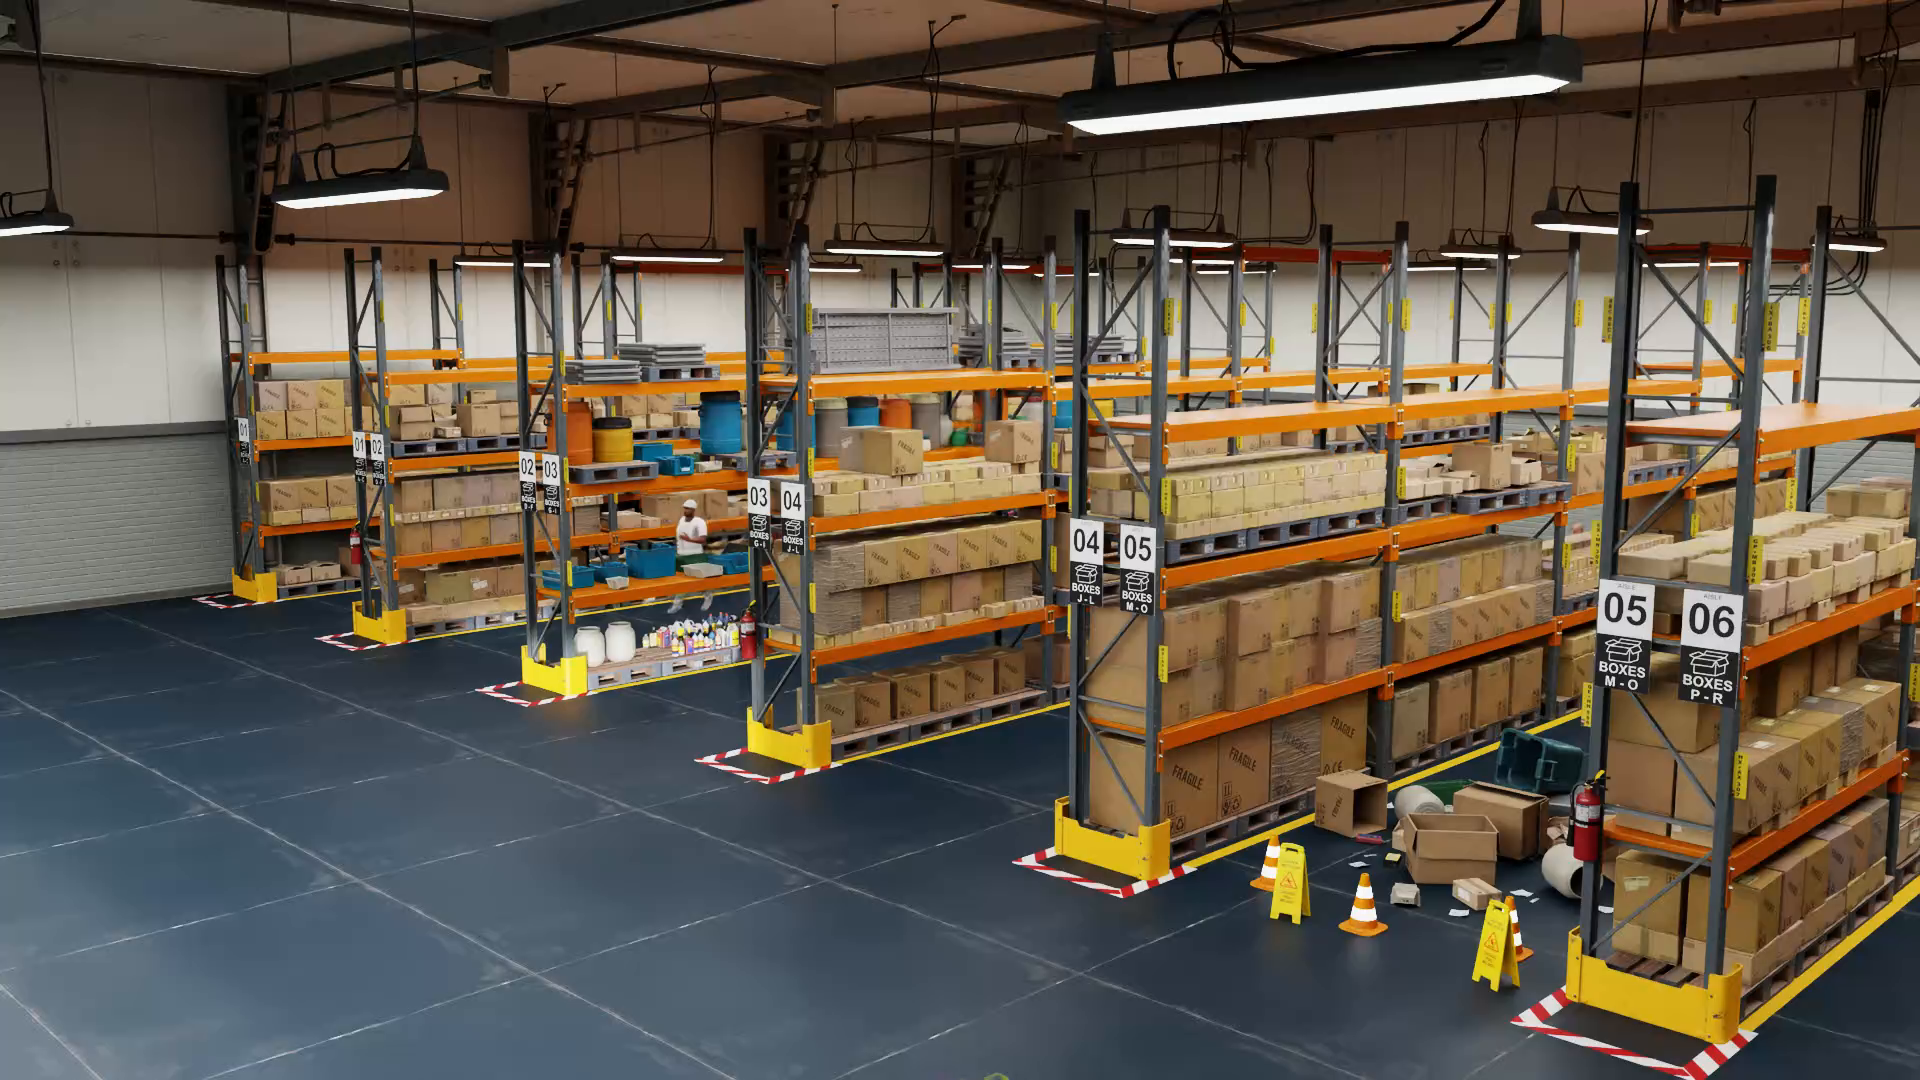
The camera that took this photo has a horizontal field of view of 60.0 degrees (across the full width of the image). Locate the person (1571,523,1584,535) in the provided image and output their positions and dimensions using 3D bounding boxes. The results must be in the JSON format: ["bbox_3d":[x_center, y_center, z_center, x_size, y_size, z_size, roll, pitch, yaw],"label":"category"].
[{"bbox_3d":[9.566,0.585,26.018,0.687,1.709,0.724,7,11,41],"label":"person"}]

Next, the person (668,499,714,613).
[{"bbox_3d":[-4.295,0.256,26.368,0.700,1.804,0.920,5,9,30],"label":"person"}]
